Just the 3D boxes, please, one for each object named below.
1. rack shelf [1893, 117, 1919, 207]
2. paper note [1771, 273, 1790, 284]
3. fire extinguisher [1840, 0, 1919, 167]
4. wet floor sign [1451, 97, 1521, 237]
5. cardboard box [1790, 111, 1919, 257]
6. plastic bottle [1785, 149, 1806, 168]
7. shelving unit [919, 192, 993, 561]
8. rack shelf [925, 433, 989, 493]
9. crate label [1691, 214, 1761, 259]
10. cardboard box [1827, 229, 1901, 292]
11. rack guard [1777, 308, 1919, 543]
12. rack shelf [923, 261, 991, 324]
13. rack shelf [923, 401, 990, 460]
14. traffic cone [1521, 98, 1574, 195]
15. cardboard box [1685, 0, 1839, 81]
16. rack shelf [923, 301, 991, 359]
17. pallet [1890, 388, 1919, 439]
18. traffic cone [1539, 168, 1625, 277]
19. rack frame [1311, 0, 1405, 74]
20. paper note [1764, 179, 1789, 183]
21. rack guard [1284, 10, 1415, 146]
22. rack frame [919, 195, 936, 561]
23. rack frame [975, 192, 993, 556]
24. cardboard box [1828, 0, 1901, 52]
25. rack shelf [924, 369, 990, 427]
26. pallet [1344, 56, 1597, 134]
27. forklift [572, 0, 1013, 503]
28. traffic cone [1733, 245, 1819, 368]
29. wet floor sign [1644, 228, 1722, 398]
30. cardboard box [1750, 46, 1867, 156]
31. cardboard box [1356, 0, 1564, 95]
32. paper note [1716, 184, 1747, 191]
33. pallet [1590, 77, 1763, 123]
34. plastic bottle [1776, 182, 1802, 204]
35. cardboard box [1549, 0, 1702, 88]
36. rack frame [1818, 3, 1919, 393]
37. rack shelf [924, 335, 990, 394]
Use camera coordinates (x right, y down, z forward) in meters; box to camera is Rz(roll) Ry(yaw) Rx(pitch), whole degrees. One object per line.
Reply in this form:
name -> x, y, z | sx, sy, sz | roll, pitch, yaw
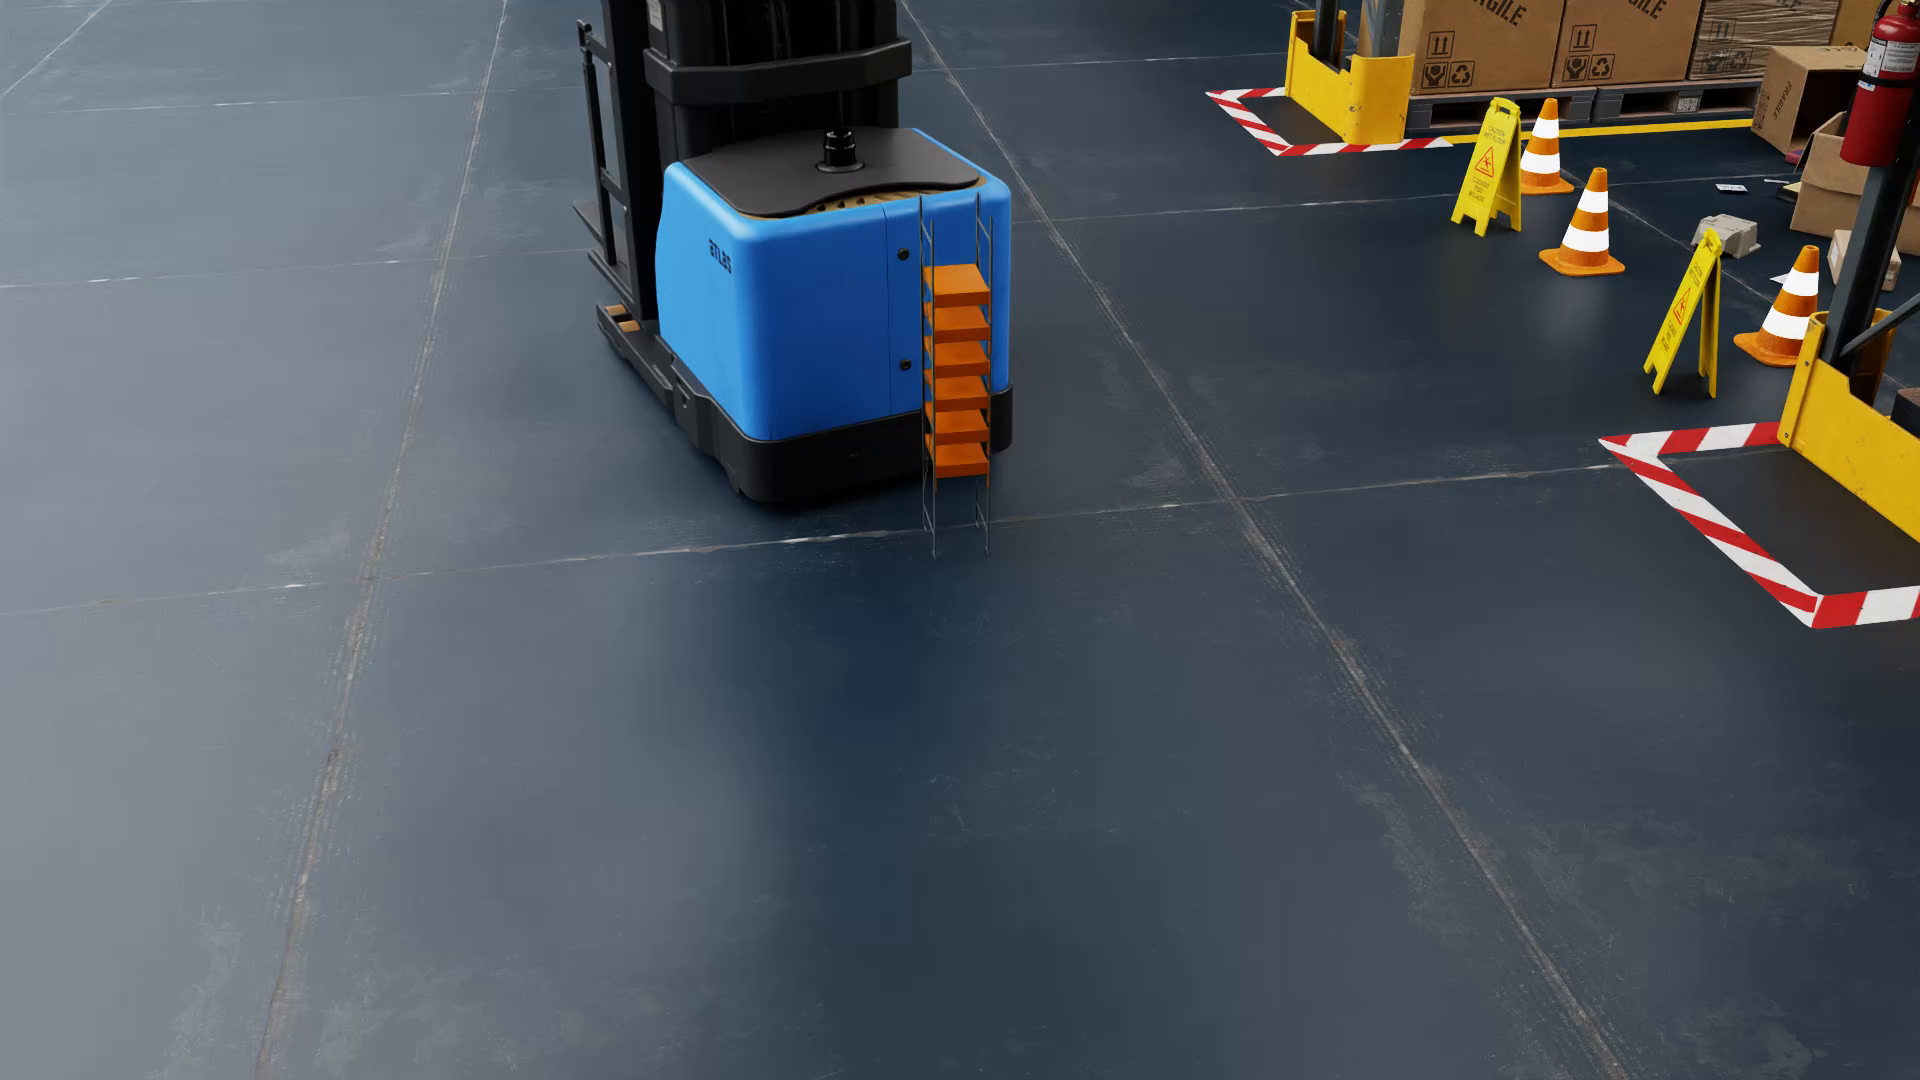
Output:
rack shelf -> 5.309, -1.297, 5.706 | 4.000, 0.370, 1.077 | -5, 31, -9
paper note -> 3.913, -1.223, 7.800 | 0.142, 0.019, 0.148 | -17, 34, -26
fire extinguisher -> 3.146, -1.610, 5.606 | 0.183, 0.674, 0.296 | -5, 31, -9
wet floor sign -> 2.678, -1.879, 8.308 | 0.232, 0.644, 0.267 | -11, 32, -17
cardboard box -> 4.613, -1.771, 8.265 | 0.797, 0.503, 0.637 | 23, 37, 33
plastic bottle -> 4.770, -2.108, 9.274 | 0.133, 0.061, 0.283 | -17, 34, -26
shelving unit -> -0.014, -0.516, 5.444 | 0.189, 1.200, 0.258 | -5, 31, -9
rack shelf -> -0.014, -0.271, 5.588 | 0.180, 0.103, 0.258 | -5, 31, -9
crate label -> 3.760, -1.498, 8.162 | 0.298, 0.136, 0.250 | -23, 38, -34
cardboard box -> 4.266, -1.322, 7.852 | 0.250, 0.149, 0.380 | 10, 32, 17
rack guard -> 3.416, -0.354, 5.859 | 0.348, 0.500, 1.175 | -5, 31, -9
rack shelf -> -0.014, -0.788, 5.284 | 0.180, 0.103, 0.258 | -5, 31, -9
rack shelf -> -0.014, -0.374, 5.527 | 0.180, 0.103, 0.258 | -5, 31, -9
traffic cone -> 3.128, -2.130, 8.916 | 0.334, 0.463, 0.336 | -5, 31, -9
cardboard box -> 4.768, -3.407, 10.266 | 0.875, 0.875, 0.875 | -5, 31, -9
rack shelf -> -0.014, -0.684, 5.344 | 0.180, 0.103, 0.258 | -5, 31, -9
pallet -> 4.222, -0.286, 6.028 | 1.213, 0.211, 1.003 | -5, 31, -9
traffic cone -> 2.998, -1.536, 7.905 | 0.334, 0.463, 0.336 | -5, 31, -9
rack frame -> 2.350, -3.883, 9.395 | 0.127, 3.000, 1.000 | -5, 31, -9
paper note -> 4.453, -1.955, 9.065 | 0.123, 0.001, 0.032 | 10, 32, 17
rack guard -> 2.327, -2.804, 10.025 | 0.348, 0.500, 1.175 | -5, 31, -9
rack frame -> -0.104, -0.508, 5.429 | 0.006, 1.200, 0.240 | -5, 31, -9
rack frame -> 0.076, -0.524, 5.458 | 0.006, 1.200, 0.240 | -5, 31, -9
cardboard box -> 5.654, -3.491, 10.410 | 0.875, 0.875, 0.875 | -5, 31, -8
rack shelf -> -0.014, -0.478, 5.466 | 0.180, 0.103, 0.258 | -5, 31, -9
pallet -> 3.123, -2.793, 10.292 | 1.213, 0.211, 1.003 | -5, 31, -9
forklift -> -0.914, -2.116, 6.457 | 1.130, 2.935, 3.031 | -14, 33, -23
traffic cone -> 3.532, -1.013, 7.017 | 0.334, 0.463, 0.336 | -5, 31, -9
wet floor sign -> 2.962, -0.926, 6.688 | 0.232, 0.644, 0.267 | 5, 31, 8
cardboard box -> 4.943, -2.519, 9.538 | 0.500, 0.500, 0.500 | 0, 30, 0
cardboard box -> 3.005, -3.243, 9.988 | 0.875, 0.875, 0.875 | -5, 31, -9
paper note -> 4.158, -1.896, 8.945 | 0.142, 0.017, 0.144 | 5, 31, 8
pallet -> 4.320, -2.903, 10.479 | 1.213, 0.211, 1.003 | -5, 31, -9
plastic bottle -> 4.490, -1.856, 8.846 | 0.283, 0.061, 0.133 | -17, 34, -26
cardboard box -> 3.871, -3.325, 10.127 | 0.875, 0.875, 0.875 | -6, 31, -10
rack frame -> 3.341, -1.424, 5.213 | 0.127, 3.000, 1.000 | -5, 31, -9
rack shelf -> -0.014, -0.581, 5.405 | 0.180, 0.103, 0.258 | -5, 31, -9
